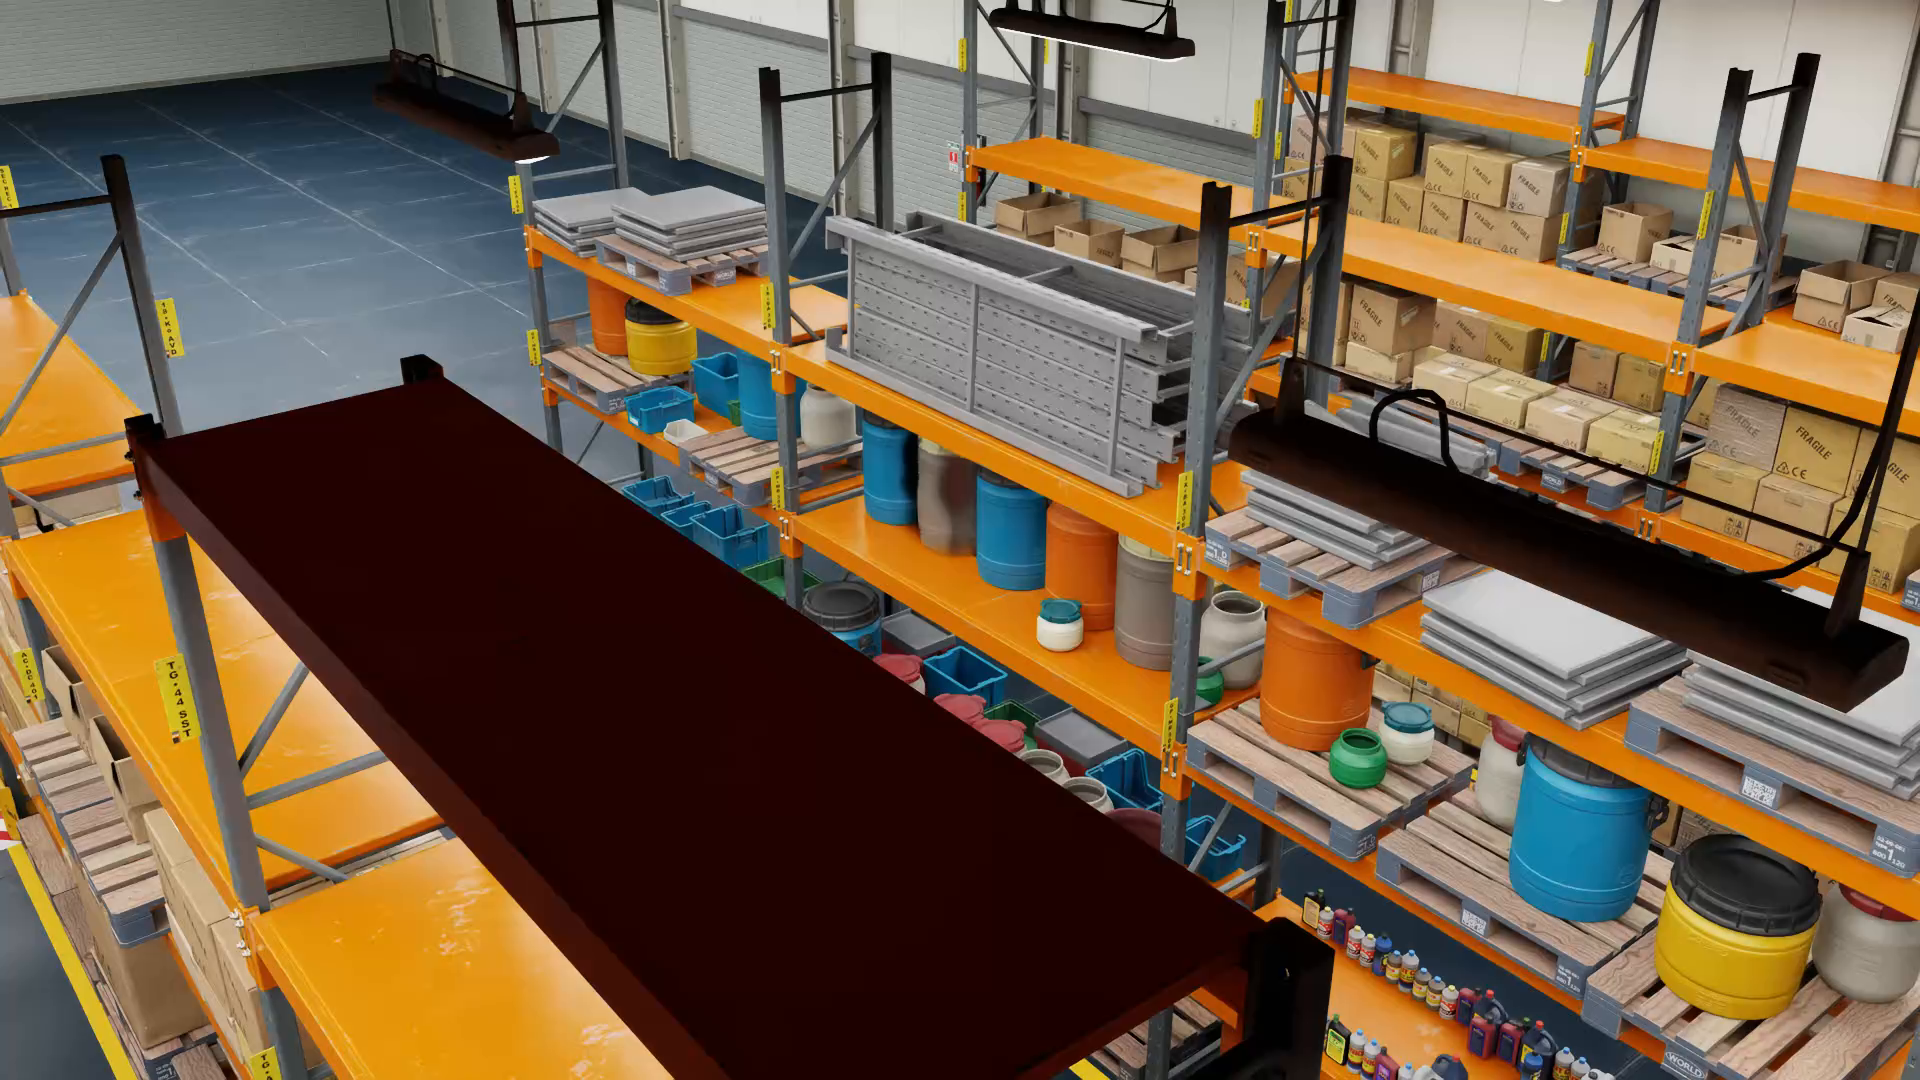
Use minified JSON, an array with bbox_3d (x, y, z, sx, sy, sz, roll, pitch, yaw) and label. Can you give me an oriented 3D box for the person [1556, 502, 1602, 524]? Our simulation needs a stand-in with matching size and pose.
[{"bbox_3d":[6.286,-0.280,16.837,0.571,1.799,0.463,18,31,33],"label":"person"}]
